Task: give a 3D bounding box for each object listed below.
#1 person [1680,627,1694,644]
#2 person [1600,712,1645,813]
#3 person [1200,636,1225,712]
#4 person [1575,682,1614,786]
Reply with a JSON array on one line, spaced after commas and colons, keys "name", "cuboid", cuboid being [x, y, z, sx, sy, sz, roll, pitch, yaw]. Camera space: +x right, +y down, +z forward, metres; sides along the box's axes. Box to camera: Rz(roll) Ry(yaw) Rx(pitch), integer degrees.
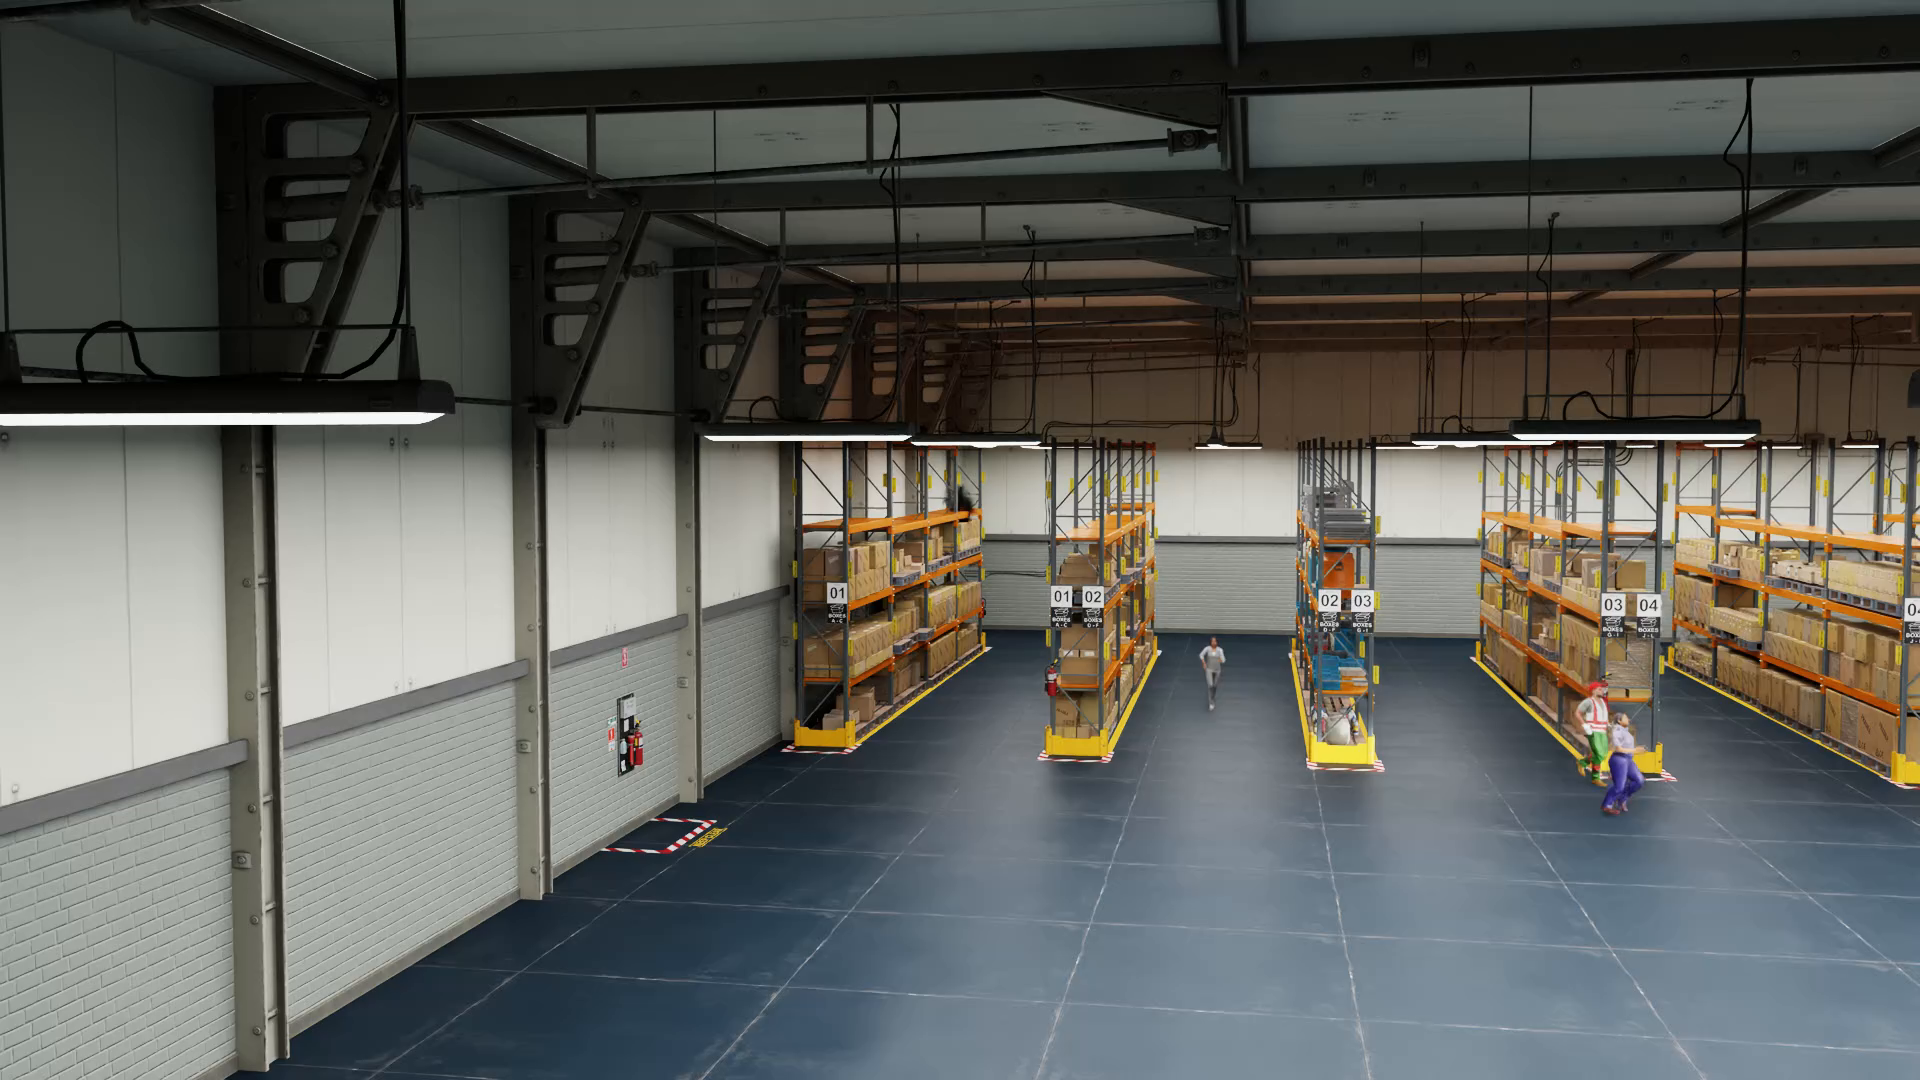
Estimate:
[{"name": "person", "cuboid": [20.088, 2.481, 45.806, 0.806, 1.634, 0.575, -1, 3, -10]}, {"name": "person", "cuboid": [10.463, 3.528, 26.204, 0.658, 1.627, 0.599, 3, 4, 40]}, {"name": "person", "cuboid": [5.632, 2.966, 37.018, 0.528, 1.626, 0.768, 0, 3, -2]}, {"name": "person", "cuboid": [10.994, 3.336, 28.774, 0.702, 1.755, 0.660, -2, 3, -29]}]
